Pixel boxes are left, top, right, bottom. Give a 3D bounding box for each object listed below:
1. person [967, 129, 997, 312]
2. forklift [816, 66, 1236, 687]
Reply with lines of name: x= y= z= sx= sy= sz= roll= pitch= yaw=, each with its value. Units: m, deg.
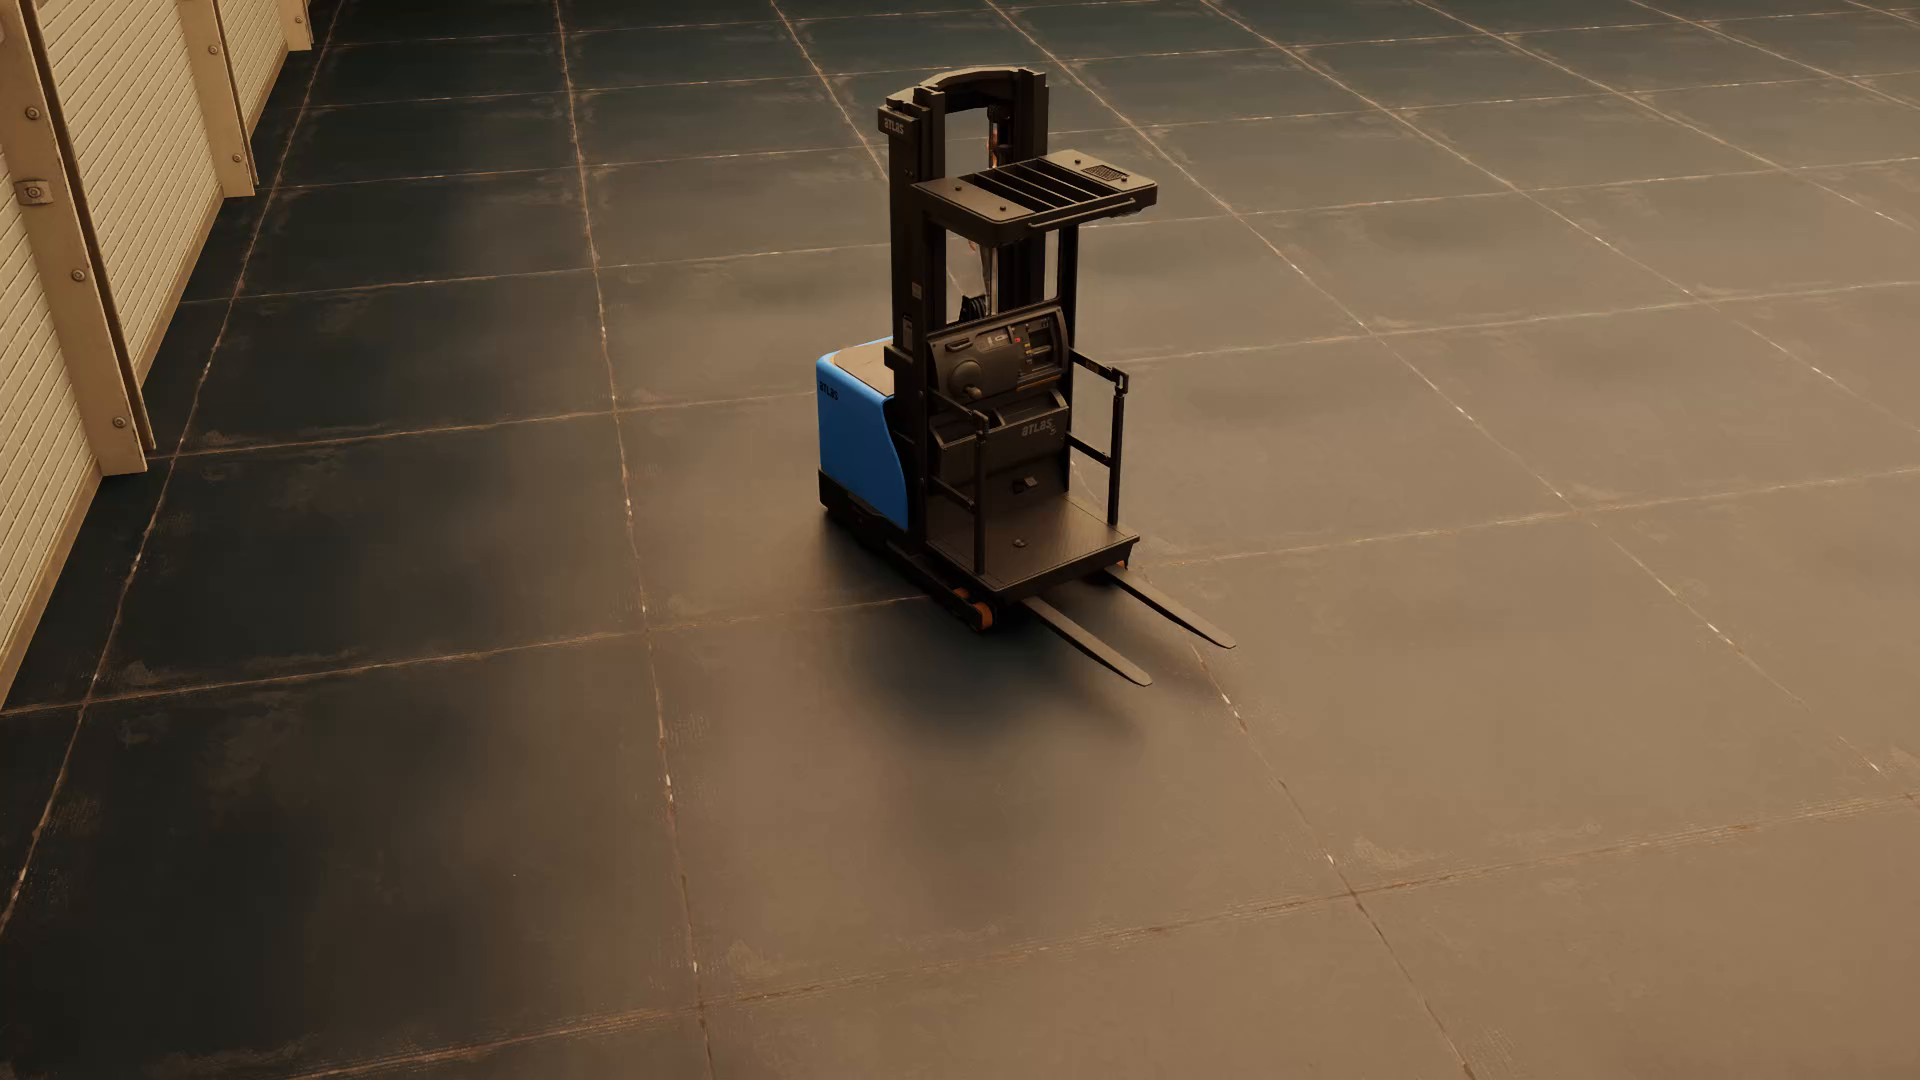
person: x=0.300 y=-2.417 z=12.988 sx=0.549 sy=1.674 sz=0.548 roll=-10 pitch=32 yaw=-17
forklift: x=0.355 y=-1.021 z=9.338 sx=1.130 sy=2.935 sz=3.031 roll=-20 pitch=35 yaw=-30
